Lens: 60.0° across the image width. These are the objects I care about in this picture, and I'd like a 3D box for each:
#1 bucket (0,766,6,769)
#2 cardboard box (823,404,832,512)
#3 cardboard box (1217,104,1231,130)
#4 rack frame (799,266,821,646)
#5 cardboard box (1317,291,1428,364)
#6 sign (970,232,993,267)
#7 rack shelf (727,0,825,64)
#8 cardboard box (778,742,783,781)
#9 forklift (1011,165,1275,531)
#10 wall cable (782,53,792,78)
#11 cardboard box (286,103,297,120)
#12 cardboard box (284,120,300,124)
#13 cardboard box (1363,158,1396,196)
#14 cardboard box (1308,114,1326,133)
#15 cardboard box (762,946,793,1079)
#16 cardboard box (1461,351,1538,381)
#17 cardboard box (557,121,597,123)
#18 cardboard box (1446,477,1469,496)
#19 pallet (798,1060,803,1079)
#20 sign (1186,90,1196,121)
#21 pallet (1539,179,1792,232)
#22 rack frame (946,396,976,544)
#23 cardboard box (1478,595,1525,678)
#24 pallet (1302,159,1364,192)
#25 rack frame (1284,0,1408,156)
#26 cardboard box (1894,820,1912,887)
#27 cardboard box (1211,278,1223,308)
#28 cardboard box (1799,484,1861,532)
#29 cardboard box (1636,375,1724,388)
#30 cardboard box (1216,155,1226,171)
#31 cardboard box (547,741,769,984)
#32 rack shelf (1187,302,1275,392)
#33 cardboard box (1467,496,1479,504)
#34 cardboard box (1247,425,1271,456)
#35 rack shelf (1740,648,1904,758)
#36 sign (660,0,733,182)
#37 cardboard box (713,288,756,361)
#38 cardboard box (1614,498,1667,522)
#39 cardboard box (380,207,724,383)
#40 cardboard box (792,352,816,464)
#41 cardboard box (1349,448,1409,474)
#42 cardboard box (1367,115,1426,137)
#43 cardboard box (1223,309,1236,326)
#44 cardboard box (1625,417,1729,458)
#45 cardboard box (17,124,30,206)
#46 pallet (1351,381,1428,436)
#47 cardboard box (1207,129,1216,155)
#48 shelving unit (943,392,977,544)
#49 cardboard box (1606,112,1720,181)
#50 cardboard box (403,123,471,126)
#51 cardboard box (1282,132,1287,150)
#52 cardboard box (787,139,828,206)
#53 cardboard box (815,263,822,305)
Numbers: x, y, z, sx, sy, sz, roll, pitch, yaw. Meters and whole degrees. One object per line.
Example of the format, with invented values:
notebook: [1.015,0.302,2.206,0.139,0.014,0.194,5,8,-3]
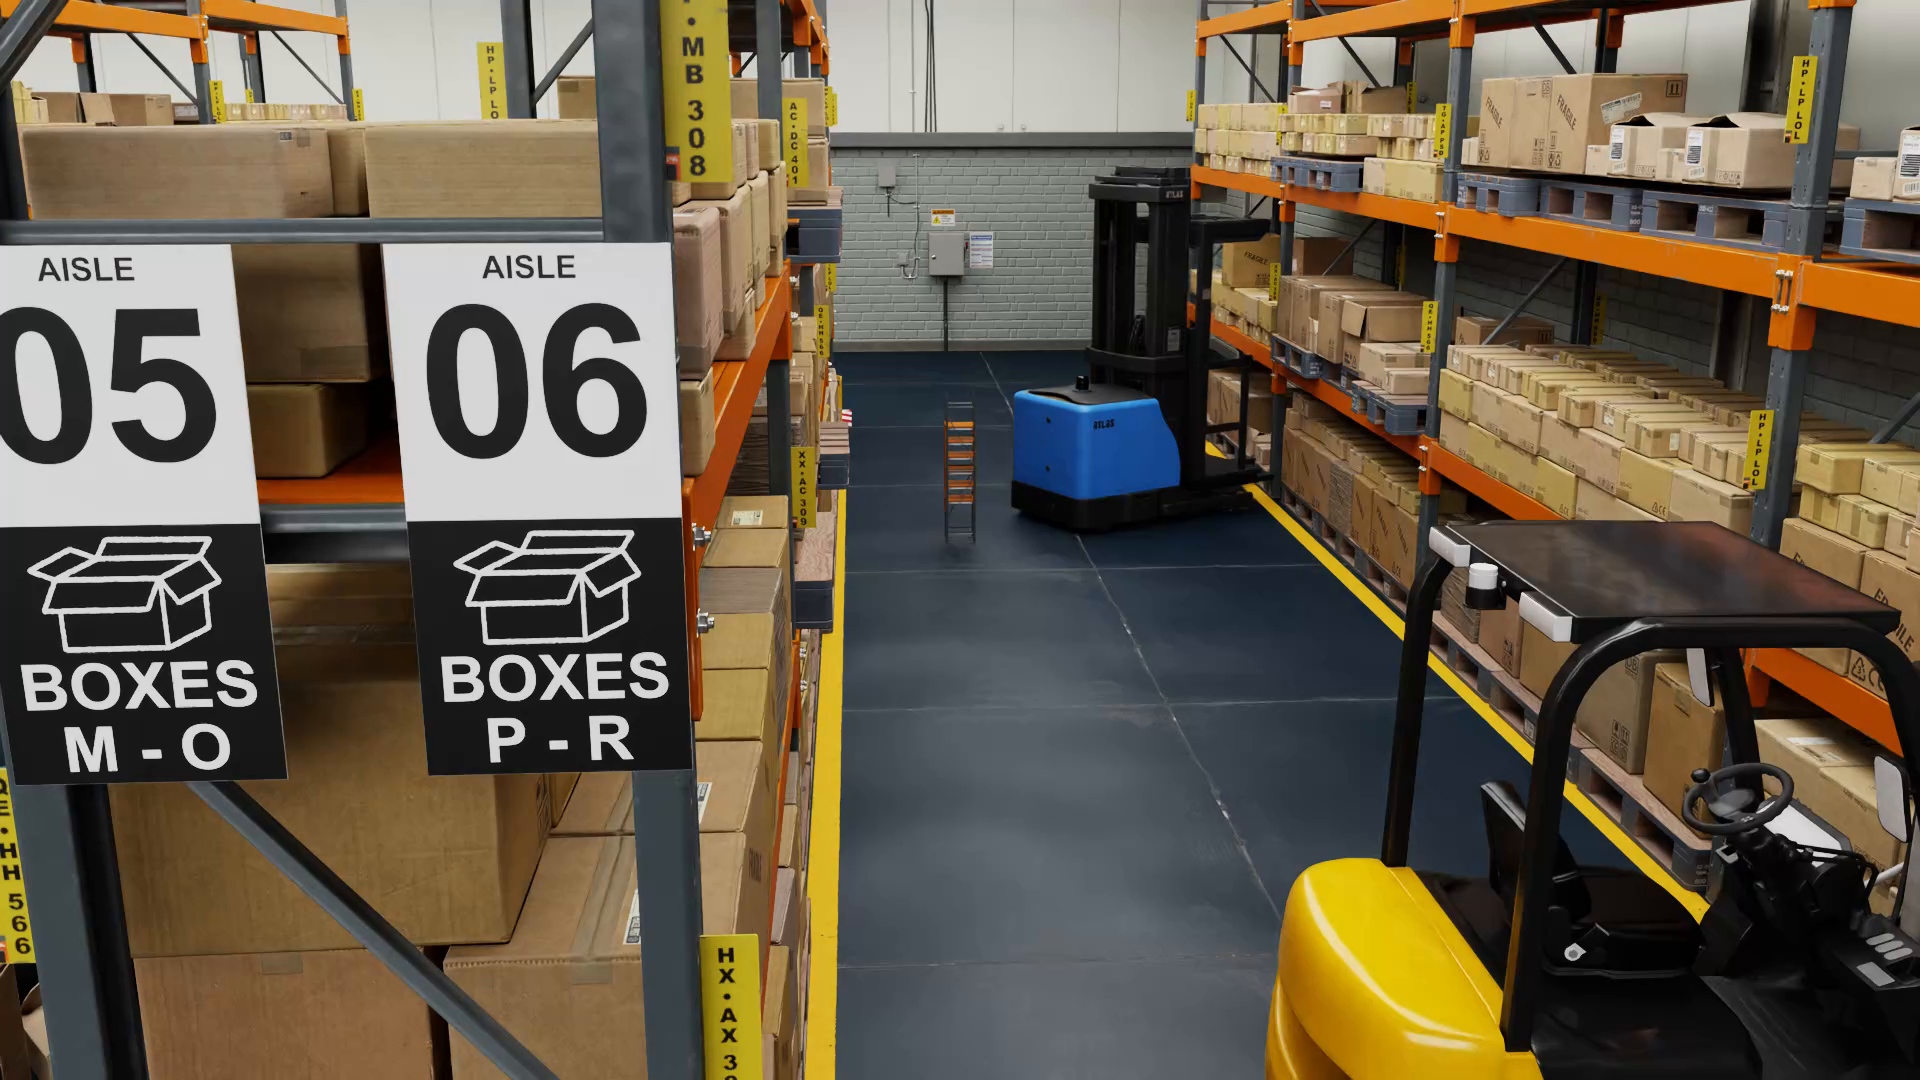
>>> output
bucket: [-3.787,1.172,6.472,0.726,0.611,0.620,4,5,16]
cardboard box: [-1.476,-0.564,13.119,0.875,0.875,0.875,0,14,-2]
cardboard box: [2.882,-4.240,16.666,0.500,0.250,0.500,-1,14,-4]
rack frame: [-1.410,-0.772,10.508,1.000,3.000,0.127,-1,14,-3]
cardboard box: [3.183,-1.649,12.870,0.700,0.500,0.500,-1,14,-4]
sign: [0.307,-4.173,23.916,0.329,0.494,0.001,-1,14,-3]
rack shelf: [-1.534,-3.633,11.833,1.077,0.370,4.000,-1,14,-3]
cardboard box: [-0.772,0.672,5.398,0.380,0.149,0.250,-1,14,-4]
forklift: [1.954,-1.751,14.448,3.031,2.935,1.130,-9,17,-32]
wall cable: [-2.539,-7.077,22.974,0.463,3.000,0.029,-1,14,-3]
cardboard box: [-6.453,-4.014,15.586,0.380,0.149,0.250,-1,14,-5]
cardboard box: [-6.476,-3.791,15.520,0.500,0.250,0.500,-2,15,-6]
cardboard box: [3.207,-2.603,11.905,0.500,0.250,0.500,-1,14,-3]
cardboard box: [2.980,-3.298,13.168,0.380,0.149,0.250,-1,14,-4]
cardboard box: [-0.750,1.517,4.781,0.500,0.500,0.500,-1,14,-2]
cardboard box: [3.287,-1.062,10.132,0.380,0.149,0.250,-1,14,-2]
cardboard box: [-0.796,-0.970,4.162,0.380,0.149,0.250,-1,14,-2]
cardboard box: [3.737,-0.418,12.004,0.380,0.149,0.250,-1,14,-3]
pallet: [-1.007,2.044,5.160,1.003,0.211,1.213,-1,14,-3]
sign: [2.507,-4.707,18.026,0.100,0.325,0.005,-1,14,-3]
pallet: [3.747,-1.765,8.727,1.003,0.211,1.213,0,14,-1]
rack frame: [0.007,-0.555,13.274,0.240,1.200,0.006,-1,14,-3]
cardboard box: [3.617,0.415,9.818,0.875,0.625,0.625,0,14,-2]
pallet: [3.334,-2.785,12.688,1.213,0.211,1.003,-1,14,-3]
rack frame: [3.296,-4.750,13.928,1.000,3.000,0.127,-1,14,-3]
cardboard box: [3.572,1.165,5.647,0.500,0.250,0.500,0,14,-2]
cardboard box: [2.873,-2.542,17.092,0.500,0.250,0.500,-1,14,-4]
cardboard box: [3.549,-0.134,6.525,0.380,0.149,0.250,-1,14,-4]
cardboard box: [3.971,-0.819,9.187,0.380,0.149,0.250,-1,14,-4]
cardboard box: [2.813,-3.830,16.877,0.380,0.149,0.250,-1,14,-4]
cardboard box: [-0.702,0.774,3.700,0.500,0.500,0.500,0,14,-2]
rack shelf: [3.172,-1.993,16.698,1.077,0.370,4.000,-1,14,-3]
cardboard box: [3.787,-0.074,11.968,0.500,0.500,0.500,-1,14,-3]
cardboard box: [2.946,-0.947,15.830,0.396,0.266,0.258,0,14,-1]
rack shelf: [3.915,0.991,5.099,1.077,0.370,4.000,-1,14,-3]
sign: [-0.373,-0.667,2.325,0.100,0.325,0.005,-1,14,-3]
cardboard box: [-0.695,-0.522,4.021,0.380,0.149,0.250,-1,14,-3]
cardboard box: [3.463,-0.029,7.918,0.500,0.250,0.500,-1,14,-4]
cardboard box: [-0.680,-0.436,2.885,0.500,0.250,0.500,-1,14,-4]
cardboard box: [-0.996,-0.670,8.468,0.500,0.500,0.500,-1,15,-6]
cardboard box: [3.206,-0.606,12.733,0.380,0.149,0.250,-2,15,-6]
cardboard box: [3.147,-2.971,11.936,0.380,0.149,0.250,-1,14,-3]
cardboard box: [2.861,-2.245,16.737,0.380,0.149,0.250,-1,14,-2]
cardboard box: [3.403,-0.488,7.901,0.380,0.149,0.250,-1,14,-5]
cardboard box: [-6.114,-2.318,10.295,0.500,0.500,0.500,-1,14,-3]
pallet: [3.432,-0.924,11.484,1.213,0.211,1.003,-1,14,-3]
cardboard box: [2.855,-4.123,17.214,0.500,0.250,0.500,-1,14,-2]
shelving unit: [0.001,-0.577,13.363,0.258,1.200,0.189,-1,14,-3]
cardboard box: [3.456,-1.883,7.942,0.500,0.311,0.500,-1,14,-5]
cardboard box: [-1.206,-0.771,3.388,0.380,0.149,0.250,-1,14,-3]
cardboard box: [2.917,-3.347,13.956,0.380,0.149,0.250,-1,14,-3]
cardboard box: [-0.798,-1.512,6.823,0.500,0.250,0.500,-1,14,-5]
cardboard box: [-1.282,-1.809,12.330,0.500,0.500,0.500,-1,14,-3]
